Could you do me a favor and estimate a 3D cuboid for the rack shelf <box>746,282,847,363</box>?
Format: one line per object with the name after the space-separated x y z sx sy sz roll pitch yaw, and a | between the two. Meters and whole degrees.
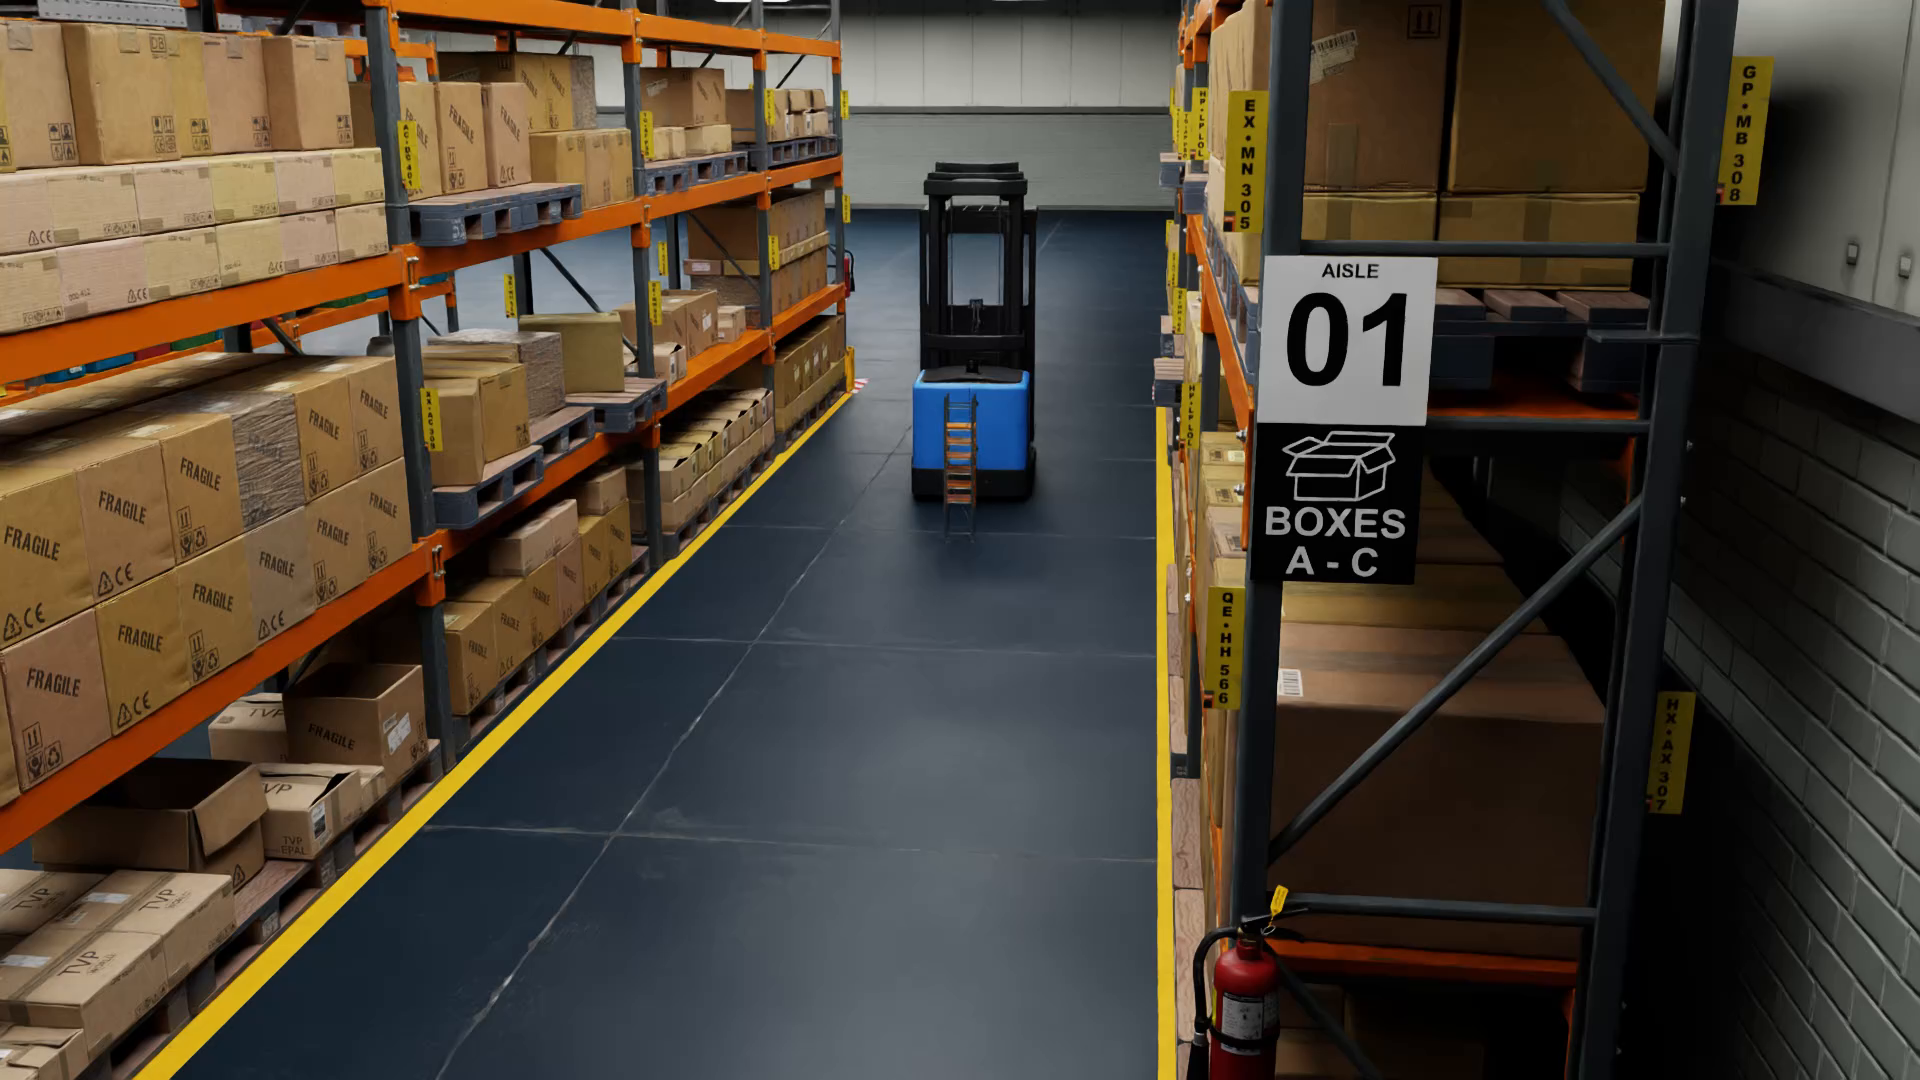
-2.130 -2.460 18.392 1.077 0.370 4.000 2 15 6 | rack shelf

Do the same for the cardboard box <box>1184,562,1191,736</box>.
1.608 0.594 9.034 0.750 0.750 0.750 2 15 7 | cardboard box

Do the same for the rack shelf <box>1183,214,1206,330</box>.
1.890 -1.688 9.791 1.077 0.370 4.000 2 15 6 | rack shelf

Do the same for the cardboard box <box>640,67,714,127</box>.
-2.506 -3.922 14.719 0.500 0.500 0.500 3 15 12 | cardboard box

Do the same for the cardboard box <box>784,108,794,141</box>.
-1.976 -4.227 16.899 0.500 0.311 0.500 1 15 3 | cardboard box

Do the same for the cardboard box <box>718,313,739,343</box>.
-2.272 -1.990 15.534 0.396 0.266 0.258 1 15 5 | cardboard box

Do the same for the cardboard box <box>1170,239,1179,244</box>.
2.431 -2.835 17.211 0.500 0.500 0.500 1 15 5 | cardboard box

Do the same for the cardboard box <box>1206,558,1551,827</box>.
1.331 0.502 5.484 0.980 0.700 0.700 2 15 6 | cardboard box

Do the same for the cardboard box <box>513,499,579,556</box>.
-2.793 -0.089 10.755 0.500 0.250 0.500 1 15 5 | cardboard box

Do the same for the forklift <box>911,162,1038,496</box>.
0.183 -2.136 15.947 1.130 2.935 3.031 1 15 4 | forklift

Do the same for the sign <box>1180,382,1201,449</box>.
1.124 -0.603 8.079 0.100 0.325 0.005 2 15 6 | sign

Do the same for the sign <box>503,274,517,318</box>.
-3.359 -1.826 12.449 0.100 0.325 0.005 2 15 6 | sign

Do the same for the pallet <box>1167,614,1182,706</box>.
1.811 0.758 10.456 1.003 0.211 1.213 2 15 6 | pallet

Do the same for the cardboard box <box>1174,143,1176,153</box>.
2.581 -4.335 17.970 0.500 0.500 0.500 2 15 9 | cardboard box

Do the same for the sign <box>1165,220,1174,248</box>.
2.479 -3.615 19.626 0.100 0.325 0.005 2 15 6 | sign

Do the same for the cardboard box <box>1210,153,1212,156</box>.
1.324 -1.524 7.096 0.500 0.250 0.500 2 15 6 | cardboard box

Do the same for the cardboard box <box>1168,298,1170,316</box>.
2.425 -2.473 17.309 0.500 0.250 0.500 2 15 6 | cardboard box

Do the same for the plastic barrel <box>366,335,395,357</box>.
-6.881 -2.172 19.909 0.421 0.512 0.421 0 15 0 | plastic barrel

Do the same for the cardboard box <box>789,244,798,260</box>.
-1.962 -3.116 18.005 0.380 0.149 0.250 2 15 6 | cardboard box

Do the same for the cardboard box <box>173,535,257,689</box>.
-3.227 0.274 6.709 0.500 0.500 0.500 2 15 7 | cardboard box

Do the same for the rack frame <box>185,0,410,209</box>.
-3.258 -3.110 7.923 1.000 3.000 0.127 2 15 6 | rack frame

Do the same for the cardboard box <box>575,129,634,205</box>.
-2.823 -2.633 11.716 0.910 0.500 0.500 2 15 6 | cardboard box

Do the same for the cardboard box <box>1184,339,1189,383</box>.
1.738 -1.054 11.013 0.500 0.500 0.500 2 15 8 | cardboard box

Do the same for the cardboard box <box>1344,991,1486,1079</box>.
1.377 1.513 5.061 0.380 0.149 0.250 2 15 7 | cardboard box

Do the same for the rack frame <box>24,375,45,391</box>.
-7.728 -1.398 13.086 1.000 3.000 0.127 2 15 6 | rack frame

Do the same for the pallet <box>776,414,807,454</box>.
-2.224 -1.148 17.502 1.003 0.211 1.213 2 15 6 | pallet

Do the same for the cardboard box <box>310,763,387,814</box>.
-3.024 1.205 8.077 0.380 0.149 0.250 2 15 6 | cardboard box

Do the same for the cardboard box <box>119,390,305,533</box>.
-3.170 -0.342 7.074 0.500 0.500 0.500 2 15 7 | cardboard box

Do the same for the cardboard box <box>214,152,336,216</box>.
-3.103 -1.567 7.294 0.500 0.250 0.500 2 15 6 | cardboard box

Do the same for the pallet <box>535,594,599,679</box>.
-3.069 0.603 11.028 1.003 0.211 1.213 2 15 6 | pallet

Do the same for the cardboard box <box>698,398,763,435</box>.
-2.169 -1.186 15.691 0.500 0.311 0.500 2 15 8 | cardboard box

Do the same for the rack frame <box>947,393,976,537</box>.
0.012 -0.607 13.607 0.240 1.200 0.006 2 15 6 | rack frame

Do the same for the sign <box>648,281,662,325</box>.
-2.267 -1.758 12.352 0.100 0.325 0.005 2 15 6 | sign

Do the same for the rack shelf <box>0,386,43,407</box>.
-7.954 -0.532 11.262 1.077 0.370 4.000 2 15 6 | rack shelf

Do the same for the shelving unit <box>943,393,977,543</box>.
0.002 -0.583 13.519 0.258 1.200 0.189 2 15 6 | shelving unit

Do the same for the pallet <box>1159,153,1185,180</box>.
2.391 -3.344 14.896 1.213 0.211 1.003 2 15 6 | pallet

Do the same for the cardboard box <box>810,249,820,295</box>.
-2.024 -3.117 19.253 0.700 0.500 0.500 2 15 8 | cardboard box

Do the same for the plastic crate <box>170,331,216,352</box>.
-7.193 -1.873 15.249 0.450 0.188 0.662 2 15 6 | plastic crate

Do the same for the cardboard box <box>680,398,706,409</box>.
-2.712 -1.205 15.762 0.500 0.311 0.500 2 15 6 | cardboard box

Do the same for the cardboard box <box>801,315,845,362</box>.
-1.669 -2.416 19.876 0.500 0.500 0.500 2 15 6 | cardboard box

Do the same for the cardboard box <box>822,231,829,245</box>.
-1.758 -3.583 19.731 0.380 0.149 0.250 1 15 5 | cardboard box

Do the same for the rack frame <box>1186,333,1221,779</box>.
1.664 -0.069 8.170 1.000 3.000 0.127 2 15 6 | rack frame

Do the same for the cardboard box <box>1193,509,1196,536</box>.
1.426 -0.119 8.800 0.380 0.149 0.250 2 15 7 | cardboard box

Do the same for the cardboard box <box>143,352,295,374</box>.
-3.591 -0.631 8.141 0.500 0.500 0.500 2 15 8 | cardboard box

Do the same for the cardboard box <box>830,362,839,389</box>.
-1.716 -1.924 19.493 0.500 0.250 0.500 2 15 6 | cardboard box

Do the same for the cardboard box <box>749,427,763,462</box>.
-2.173 -0.917 15.769 0.500 0.250 0.500 1 15 5 | cardboard box

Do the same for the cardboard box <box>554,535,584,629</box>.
-2.791 0.263 10.889 0.500 0.500 0.500 1 15 4 | cardboard box

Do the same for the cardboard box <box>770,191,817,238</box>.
-2.030 -3.730 19.032 0.700 0.500 0.500 1 15 5 | cardboard box

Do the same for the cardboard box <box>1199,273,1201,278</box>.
2.405 -2.129 14.753 0.700 0.500 0.500 3 15 12 | cardboard box

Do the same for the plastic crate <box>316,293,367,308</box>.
-6.843 -2.677 18.222 0.450 0.188 0.662 2 15 6 | plastic crate

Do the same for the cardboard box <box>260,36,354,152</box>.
-3.275 -2.065 7.701 0.700 0.500 0.500 2 15 6 | cardboard box

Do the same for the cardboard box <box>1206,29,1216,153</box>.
1.305 -1.881 6.979 0.500 0.500 0.500 2 15 6 | cardboard box

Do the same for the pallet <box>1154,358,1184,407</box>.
2.090 -1.202 12.727 1.213 0.211 1.003 2 15 6 | pallet

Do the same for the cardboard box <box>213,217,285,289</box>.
-3.164 -1.196 6.880 0.500 0.250 0.500 2 15 6 | cardboard box

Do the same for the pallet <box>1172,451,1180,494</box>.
2.480 -0.596 15.461 1.003 0.211 1.213 2 15 6 | pallet

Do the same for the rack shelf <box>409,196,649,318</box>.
-3.033 -1.833 10.327 1.077 0.370 4.000 2 15 6 | rack shelf

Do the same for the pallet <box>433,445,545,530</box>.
-3.060 -0.325 9.486 1.003 0.211 1.213 2 15 6 | pallet
